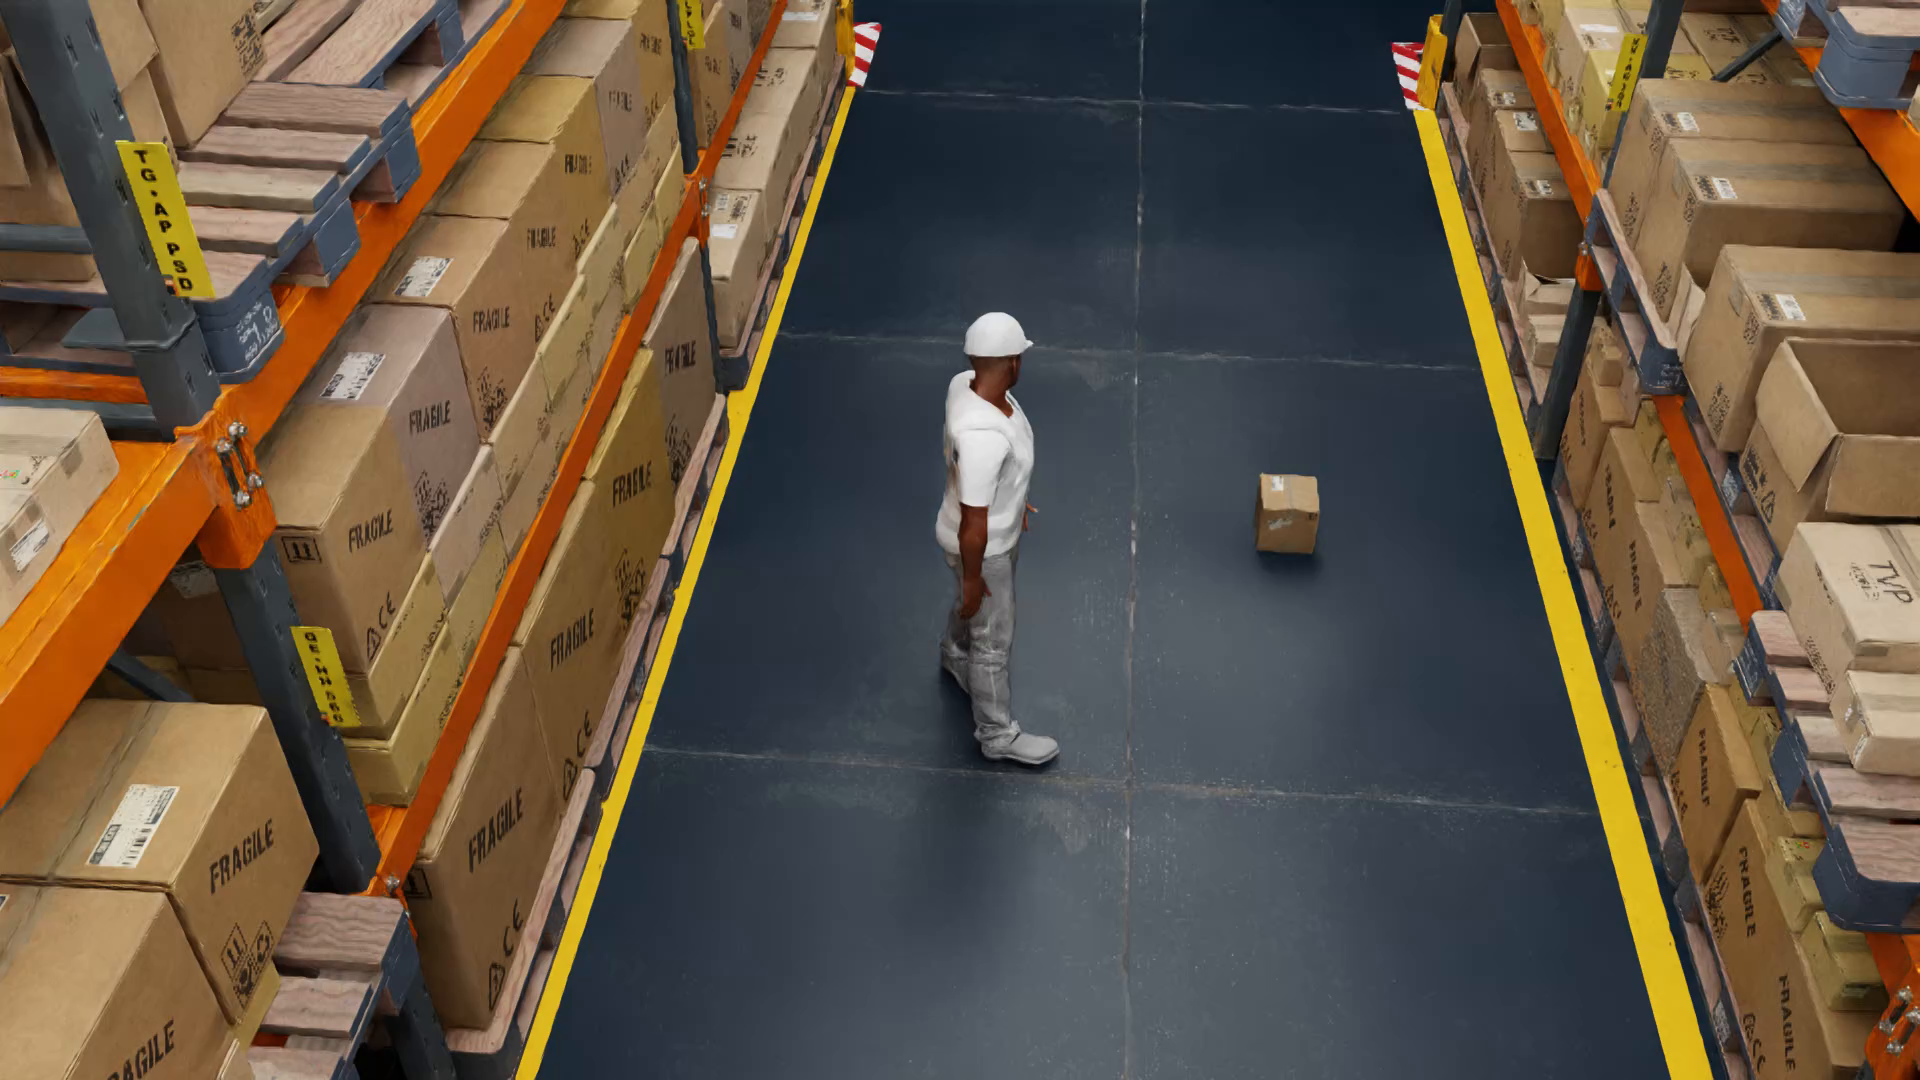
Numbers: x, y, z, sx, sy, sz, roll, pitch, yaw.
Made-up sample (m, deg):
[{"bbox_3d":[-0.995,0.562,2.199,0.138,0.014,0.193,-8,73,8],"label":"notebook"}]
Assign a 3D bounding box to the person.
[{"bbox_3d":[0.156,-0.006,6.167,0.563,1.757,0.672,7,40,8],"label":"person"}]
